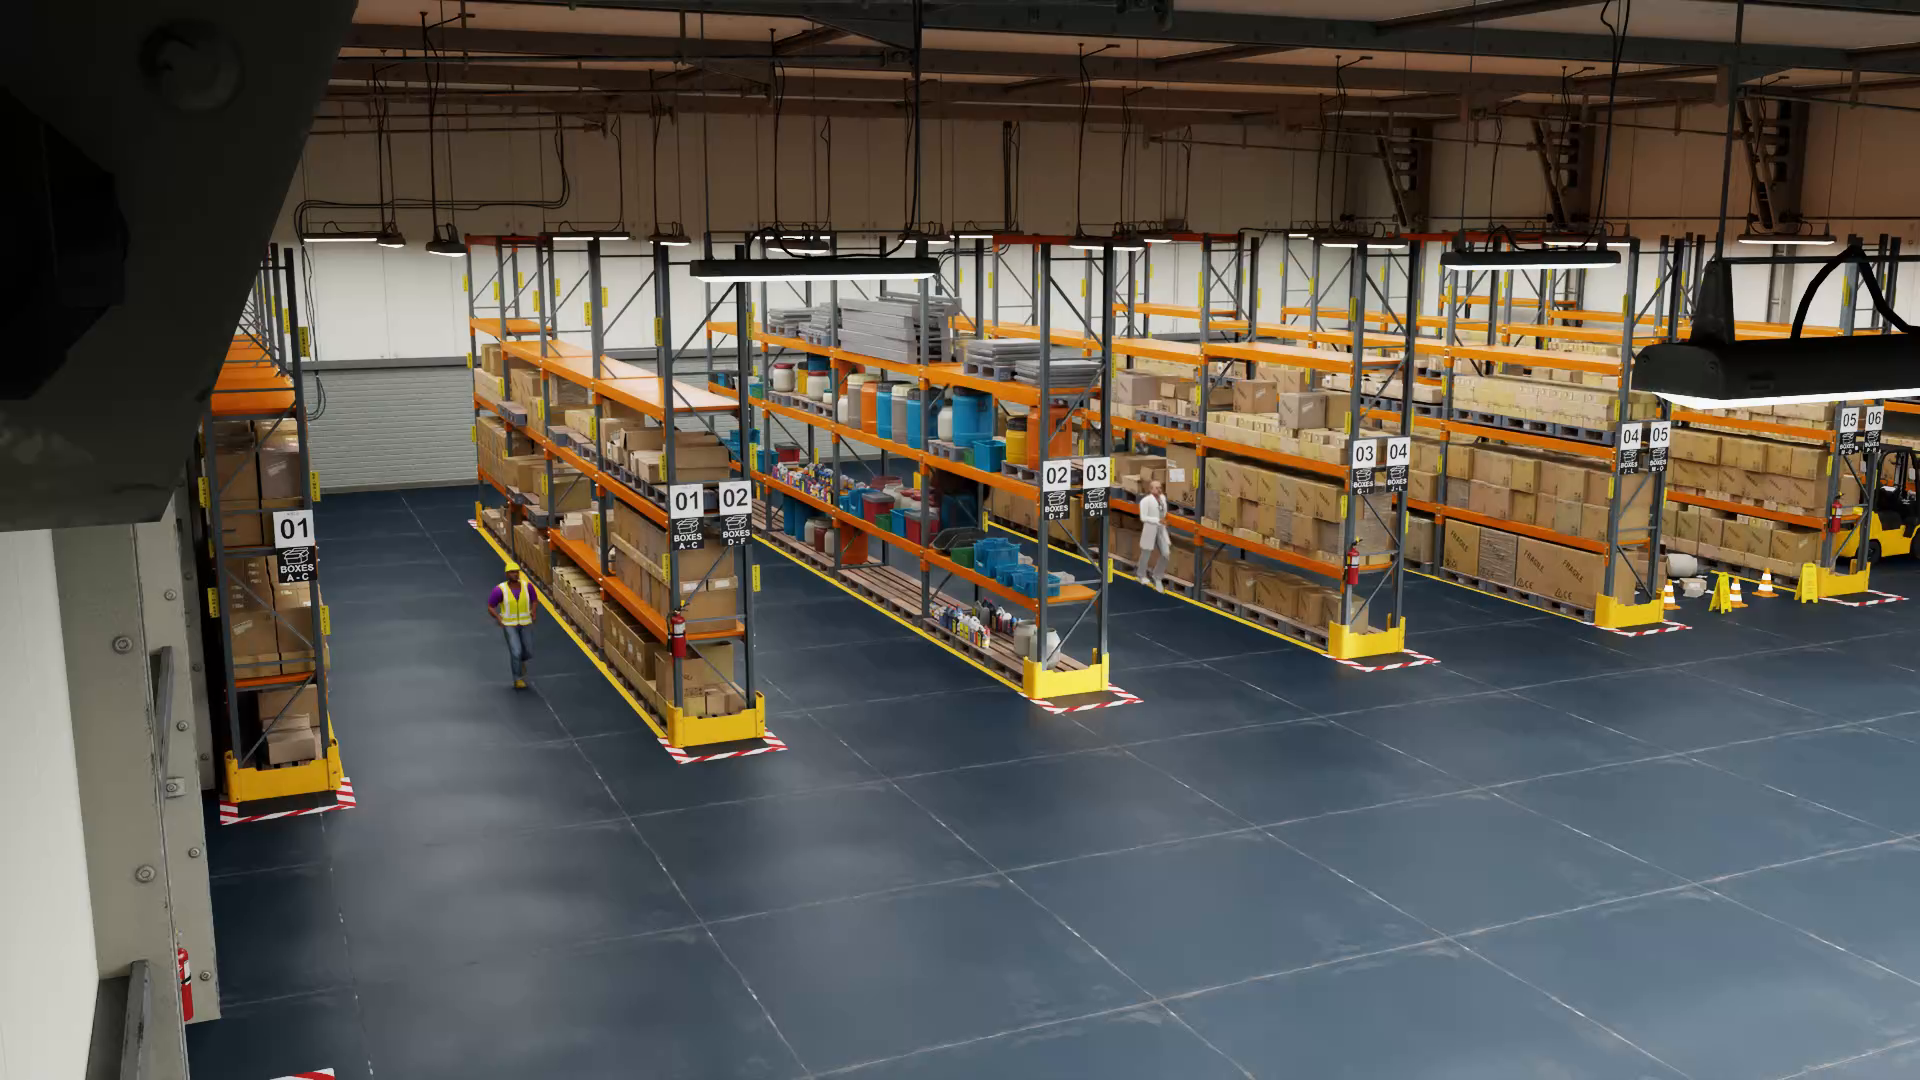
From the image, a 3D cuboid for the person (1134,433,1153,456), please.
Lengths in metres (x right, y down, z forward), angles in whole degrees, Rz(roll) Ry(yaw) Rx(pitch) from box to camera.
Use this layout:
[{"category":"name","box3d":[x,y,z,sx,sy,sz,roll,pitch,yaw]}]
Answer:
[{"category":"person","box3d":[4.046,-1.489,36.324,0.638,1.686,0.638,-4,12,-21]}]

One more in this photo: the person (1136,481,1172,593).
[{"category":"person","box3d":[3.214,-0.055,27.372,0.668,1.866,0.858,-6,12,-28]}]

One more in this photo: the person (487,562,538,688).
[{"category":"person","box3d":[-6.080,1.145,22.718,0.700,1.716,0.625,-6,13,-30]}]

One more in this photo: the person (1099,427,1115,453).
[{"category":"person","box3d":[3.240,-1.813,38.024,0.659,1.734,0.636,-4,12,-19]}]
